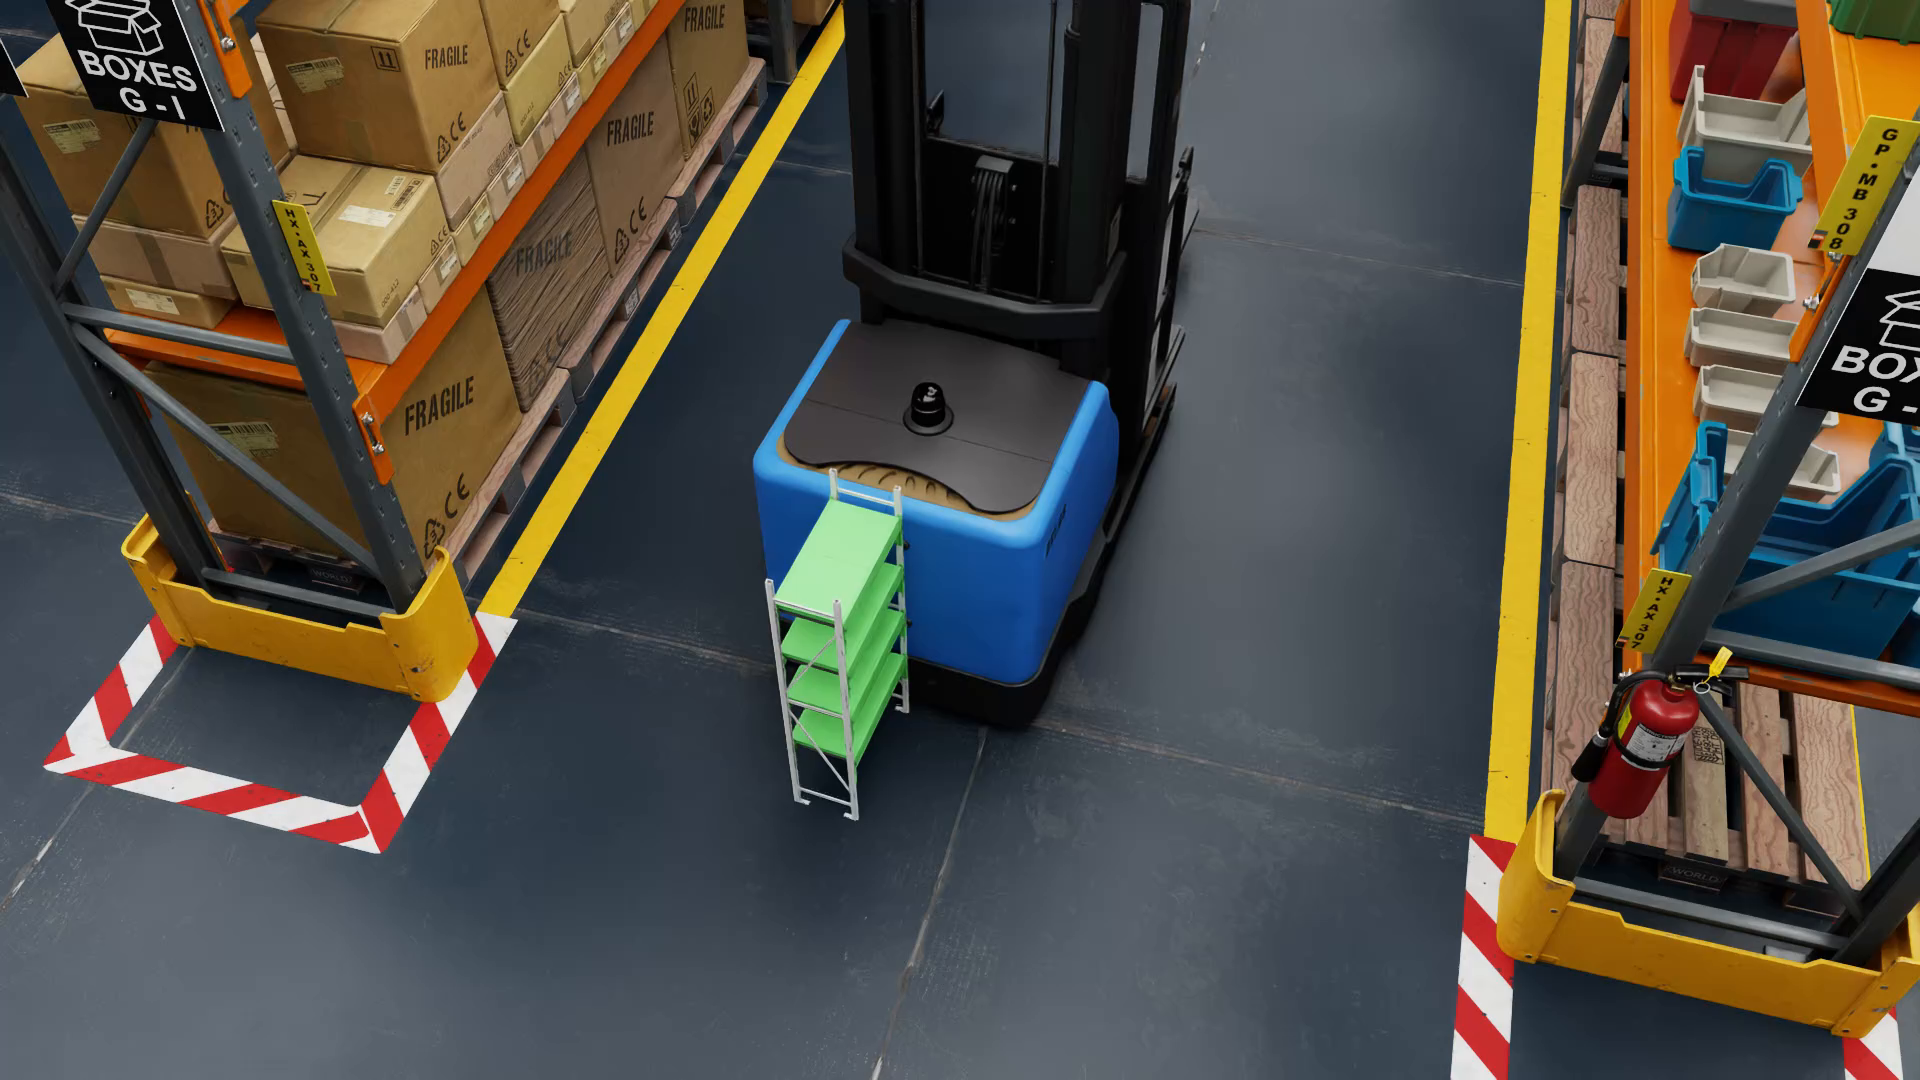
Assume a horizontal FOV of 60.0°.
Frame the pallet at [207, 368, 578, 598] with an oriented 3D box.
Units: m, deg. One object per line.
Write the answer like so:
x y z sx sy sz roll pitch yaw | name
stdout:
-2.280 -0.307 6.799 1.003 0.211 1.213 12 50 10 | pallet

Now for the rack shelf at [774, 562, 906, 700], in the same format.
-0.384 0.260 5.404 0.258 0.148 0.480 15 50 13 | rack shelf

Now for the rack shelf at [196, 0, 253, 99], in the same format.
-1.889 -2.837 5.651 1.077 0.370 4.000 12 50 10 | rack shelf

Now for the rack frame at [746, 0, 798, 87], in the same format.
-1.362 -3.529 7.783 1.000 3.000 0.127 12 50 10 | rack frame

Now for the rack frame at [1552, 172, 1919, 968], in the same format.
2.363 0.341 4.367 1.000 3.000 0.127 12 50 10 | rack frame

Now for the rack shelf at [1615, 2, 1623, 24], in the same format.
3.942 -3.760 8.467 1.077 0.370 4.000 12 50 10 | rack shelf

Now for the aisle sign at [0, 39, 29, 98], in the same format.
-2.723 -1.503 4.261 0.394 0.787 0.004 12 50 10 | aisle sign

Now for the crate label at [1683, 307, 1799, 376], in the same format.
2.543 -0.630 5.360 0.396 0.136 0.243 12 50 10 | crate label

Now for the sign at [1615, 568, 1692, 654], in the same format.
1.828 0.191 4.391 0.100 0.325 0.005 12 50 10 | sign

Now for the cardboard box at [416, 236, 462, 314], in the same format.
-1.937 -0.930 5.657 0.380 0.149 0.250 11 49 9 | cardboard box

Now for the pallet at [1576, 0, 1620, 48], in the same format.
3.978 -3.064 9.233 1.003 0.211 1.213 12 50 10 | pallet

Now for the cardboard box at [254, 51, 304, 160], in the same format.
-2.409 -1.454 5.854 0.500 0.250 0.500 11 49 9 | cardboard box

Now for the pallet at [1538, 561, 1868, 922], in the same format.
2.618 0.675 5.932 1.003 0.211 1.213 12 50 10 | pallet

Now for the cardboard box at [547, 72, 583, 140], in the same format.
-1.667 -1.675 6.314 0.380 0.149 0.250 11 50 10 | cardboard box

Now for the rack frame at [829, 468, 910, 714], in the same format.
-0.300 0.205 5.688 0.240 1.200 0.015 15 50 13 | rack frame

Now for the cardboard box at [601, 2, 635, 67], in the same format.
-1.532 -2.047 6.643 0.380 0.149 0.250 12 50 11 | cardboard box

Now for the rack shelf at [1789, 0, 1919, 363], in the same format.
2.890 -1.860 4.789 1.077 0.370 4.000 12 50 10 | rack shelf

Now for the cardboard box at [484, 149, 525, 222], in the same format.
-1.803 -1.304 5.987 0.380 0.149 0.250 11 49 9 | cardboard box

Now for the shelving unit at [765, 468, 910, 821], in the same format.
-0.384 0.377 5.536 0.258 1.200 0.503 15 50 13 | shelving unit

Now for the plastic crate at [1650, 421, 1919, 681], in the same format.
2.271 0.031 4.577 0.616 0.435 0.499 12 50 10 | plastic crate

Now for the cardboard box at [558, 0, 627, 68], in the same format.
-1.630 -2.097 6.421 0.500 0.250 0.500 11 49 9 | cardboard box

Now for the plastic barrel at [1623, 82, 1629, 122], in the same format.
3.576 -2.387 7.894 0.600 0.901 0.708 12 50 10 | plastic barrel

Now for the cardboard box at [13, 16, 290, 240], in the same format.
-2.540 -1.337 5.250 0.500 0.500 0.500 12 50 10 | cardboard box

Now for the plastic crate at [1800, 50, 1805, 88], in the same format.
3.381 -1.618 6.240 0.437 0.125 0.590 12 50 10 | plastic crate

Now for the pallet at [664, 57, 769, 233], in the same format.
-1.638 -2.072 8.357 1.003 0.211 1.213 12 50 10 | pallet

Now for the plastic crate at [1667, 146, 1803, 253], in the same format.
2.656 -1.159 5.763 0.416 0.233 0.300 12 50 10 | plastic crate

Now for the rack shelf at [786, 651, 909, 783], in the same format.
-0.384 0.578 5.764 0.258 0.148 0.480 15 50 13 | rack shelf

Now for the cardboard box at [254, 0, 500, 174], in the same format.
-1.897 -1.588 5.472 0.500 0.500 0.500 10 49 9 | cardboard box

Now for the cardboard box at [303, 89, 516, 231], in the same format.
-1.898 -1.356 5.767 0.500 0.250 0.500 11 49 10 | cardboard box

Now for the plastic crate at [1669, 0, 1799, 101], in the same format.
2.939 -1.997 6.348 0.402 0.464 0.583 12 50 10 | plastic crate

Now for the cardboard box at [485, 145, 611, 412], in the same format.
-2.084 -1.209 6.872 0.875 0.875 0.875 12 50 10 | cardboard box

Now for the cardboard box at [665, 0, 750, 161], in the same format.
-1.613 -2.504 8.015 0.875 0.875 0.875 12 50 10 | cardboard box

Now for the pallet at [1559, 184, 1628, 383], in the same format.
3.260 -1.090 7.490 1.003 0.211 1.213 12 50 10 | pallet

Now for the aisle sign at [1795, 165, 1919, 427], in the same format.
2.062 -0.525 3.397 0.394 0.787 0.004 12 50 10 | aisle sign

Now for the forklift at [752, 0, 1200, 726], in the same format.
0.279 -1.430 5.976 1.130 2.935 3.031 15 50 13 | forklift

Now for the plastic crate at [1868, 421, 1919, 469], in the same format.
2.919 -0.213 4.928 0.416 0.233 0.300 12 50 10 | plastic crate

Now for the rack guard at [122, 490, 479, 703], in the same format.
-2.421 0.209 6.151 1.175 0.500 0.348 12 50 10 | rack guard

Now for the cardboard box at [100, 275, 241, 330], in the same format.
-2.639 -0.875 5.608 0.380 0.149 0.250 12 50 11 | cardboard box

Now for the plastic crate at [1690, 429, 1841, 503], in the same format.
2.403 -0.217 4.995 0.396 0.136 0.243 12 50 10 | plastic crate
